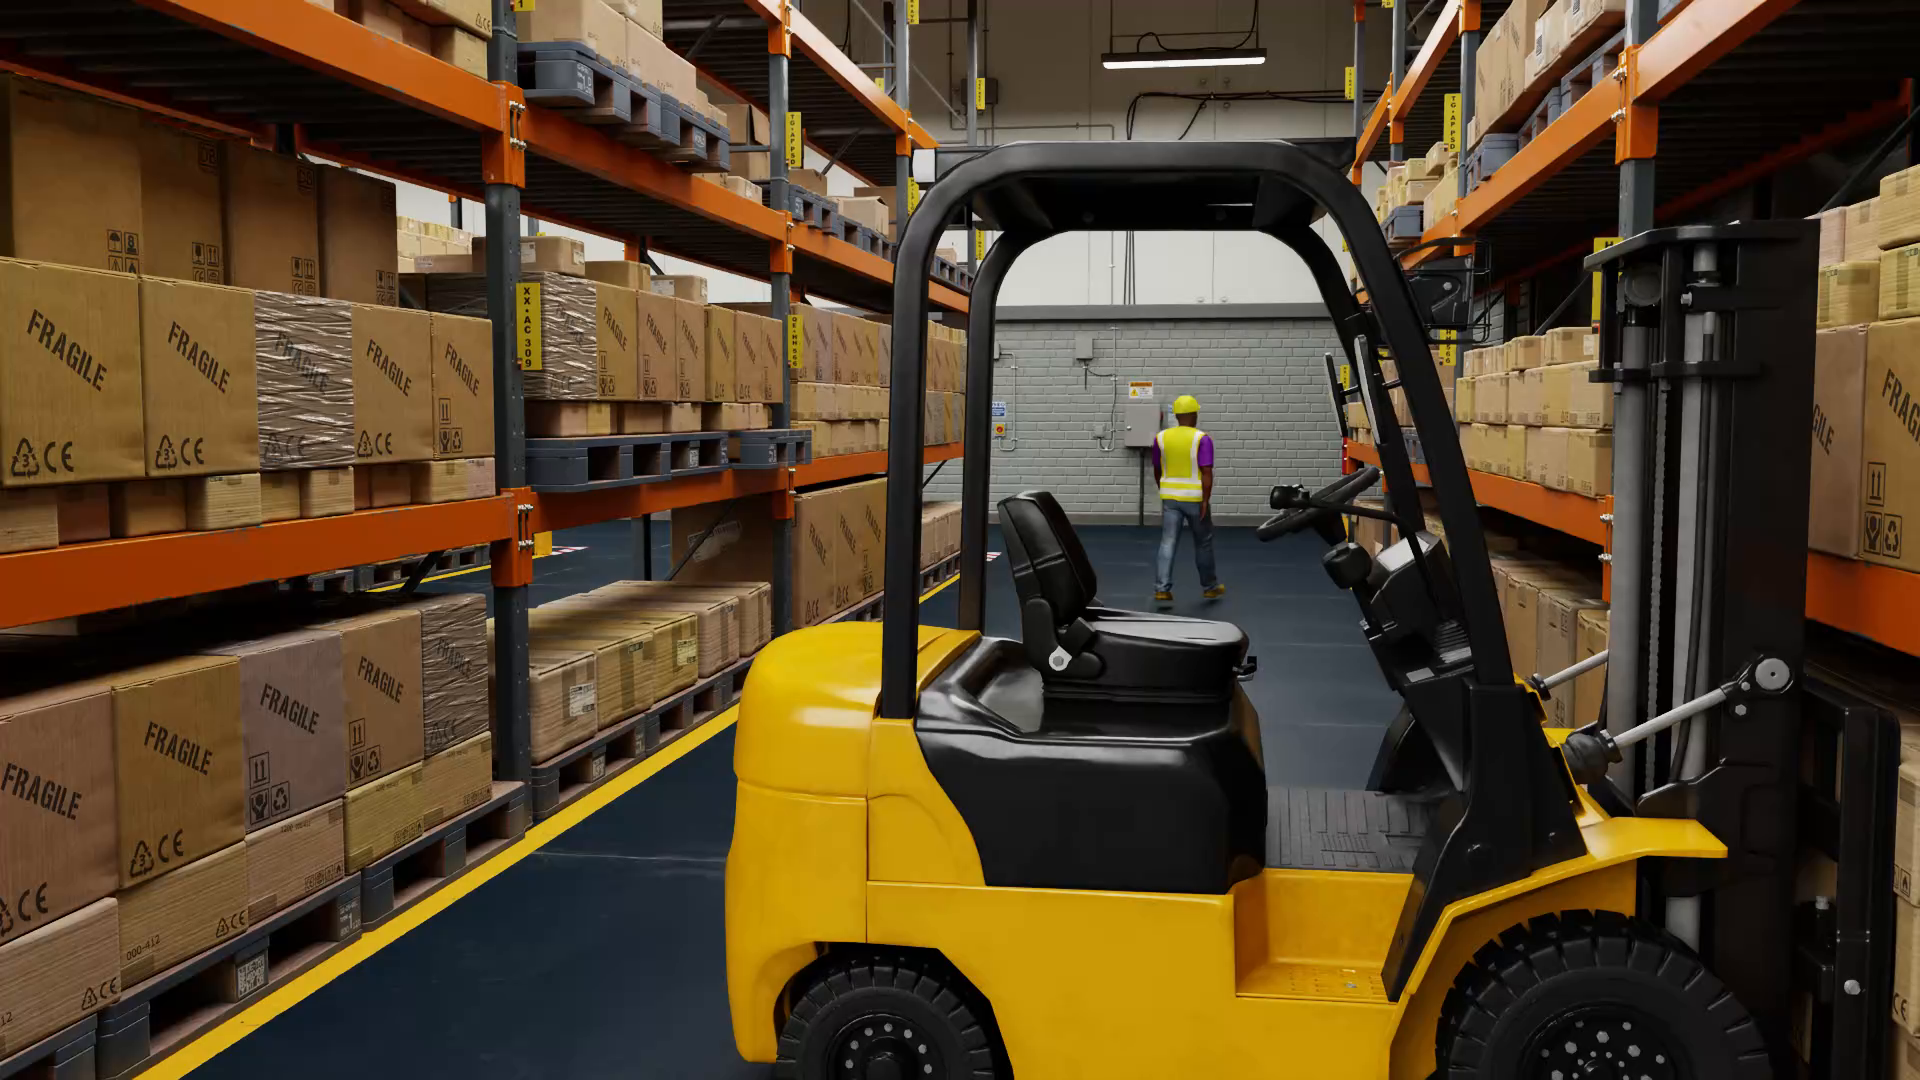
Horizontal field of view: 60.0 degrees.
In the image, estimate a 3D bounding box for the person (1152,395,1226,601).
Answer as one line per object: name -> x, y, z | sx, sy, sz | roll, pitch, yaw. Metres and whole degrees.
person -> 1.905, -0.353, 13.934 | 0.582, 1.716, 1.041 | 2, 5, 28
